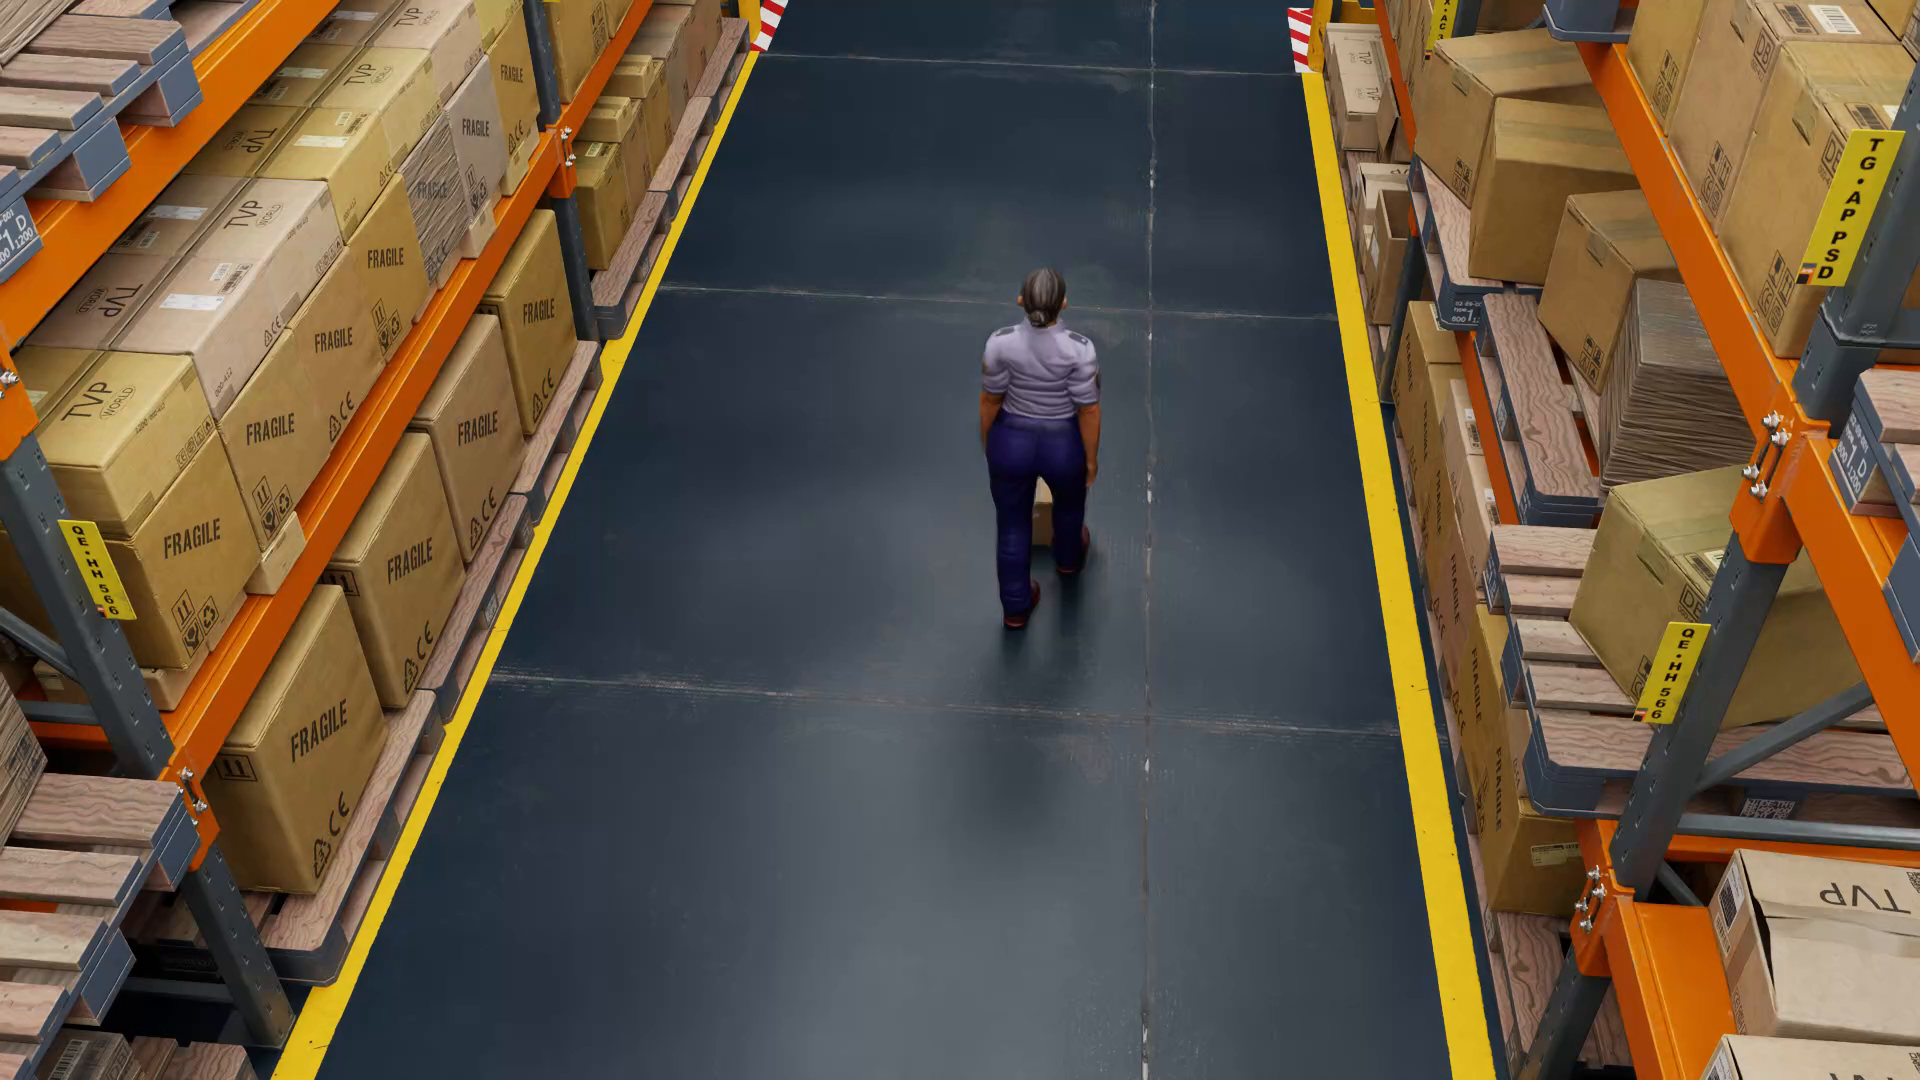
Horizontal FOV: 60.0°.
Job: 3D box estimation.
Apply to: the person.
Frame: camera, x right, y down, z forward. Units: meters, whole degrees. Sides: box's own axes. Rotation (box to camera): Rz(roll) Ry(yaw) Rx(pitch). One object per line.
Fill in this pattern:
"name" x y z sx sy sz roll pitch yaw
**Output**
"person" 0.320 -0.449 6.691 0.477 1.635 0.658 3 40 3
